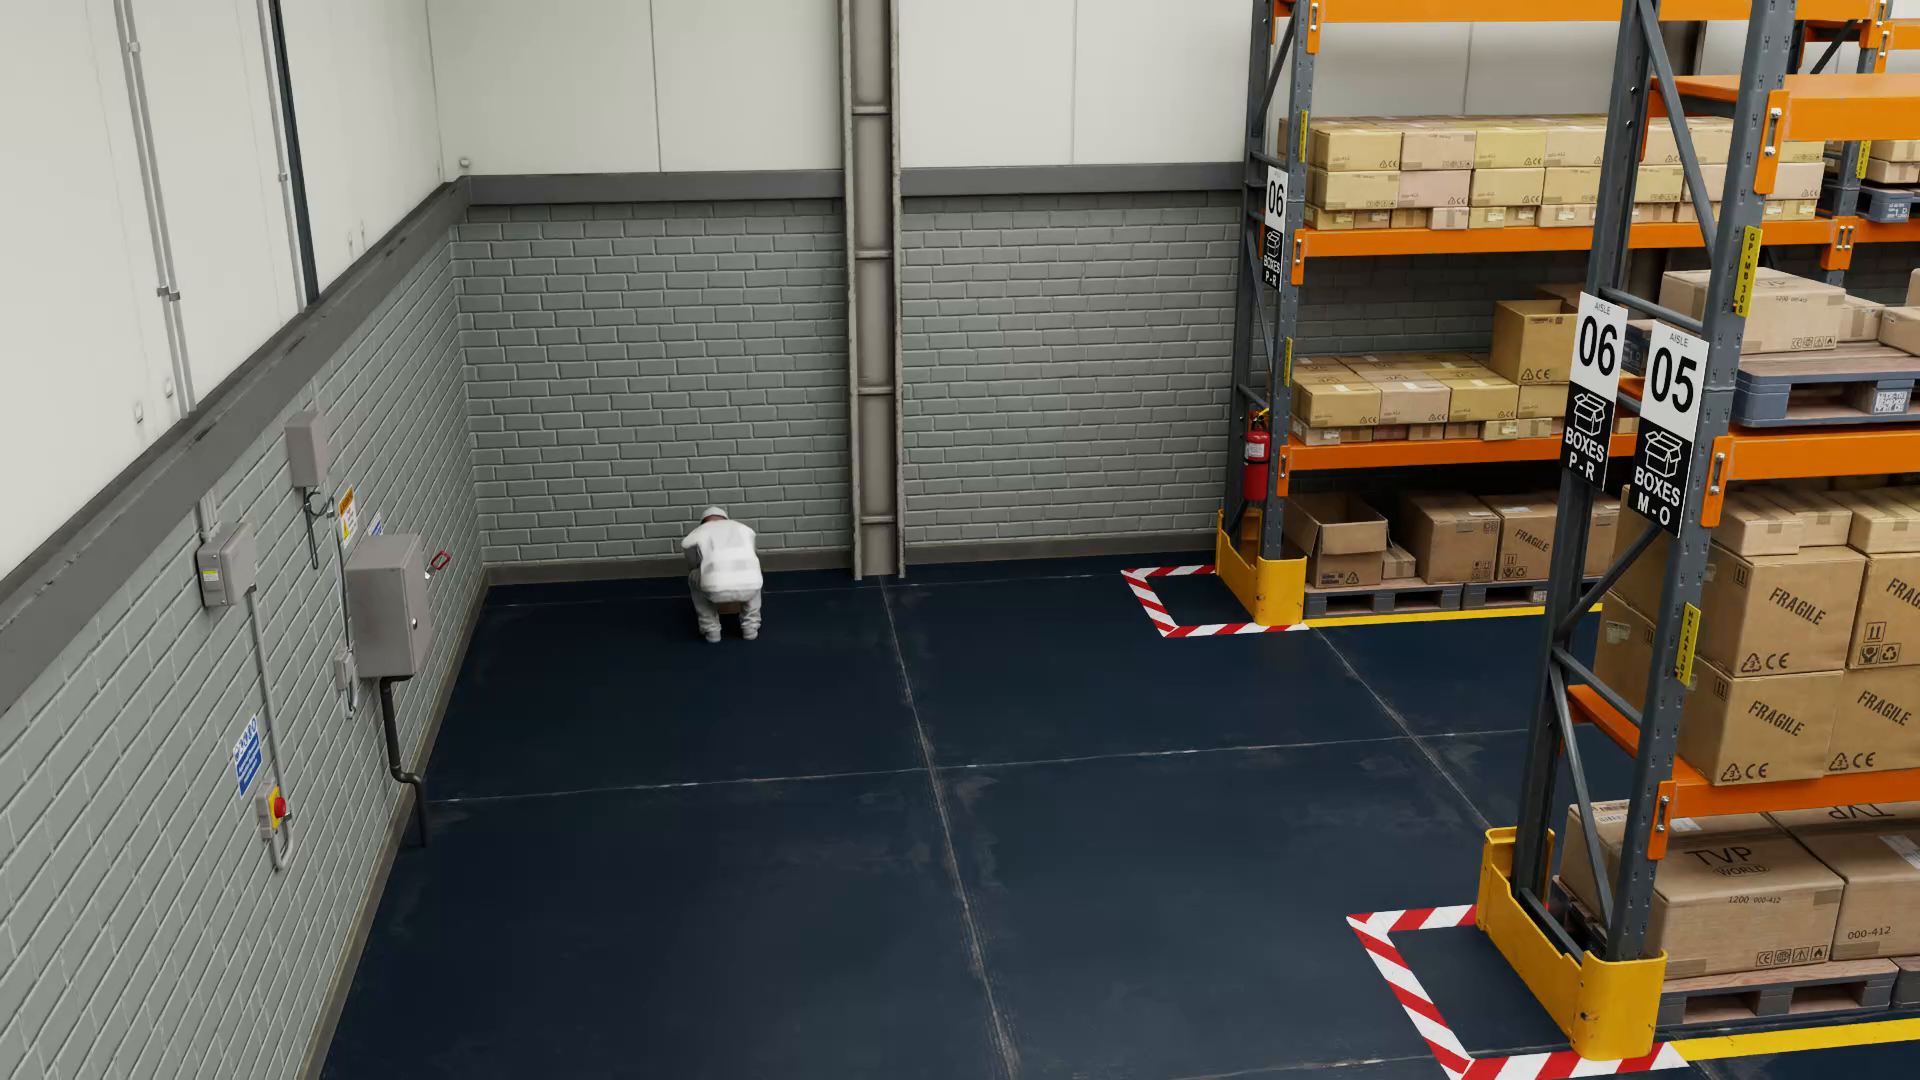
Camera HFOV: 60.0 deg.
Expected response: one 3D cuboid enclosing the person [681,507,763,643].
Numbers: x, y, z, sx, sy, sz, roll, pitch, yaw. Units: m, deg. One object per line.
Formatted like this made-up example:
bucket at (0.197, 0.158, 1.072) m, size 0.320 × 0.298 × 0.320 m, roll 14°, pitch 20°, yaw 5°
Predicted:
person at (-1.684, 0.282, 11.850) m, size 0.549 × 0.841 × 0.953 m, roll -5°, pitch 20°, yaw -13°
